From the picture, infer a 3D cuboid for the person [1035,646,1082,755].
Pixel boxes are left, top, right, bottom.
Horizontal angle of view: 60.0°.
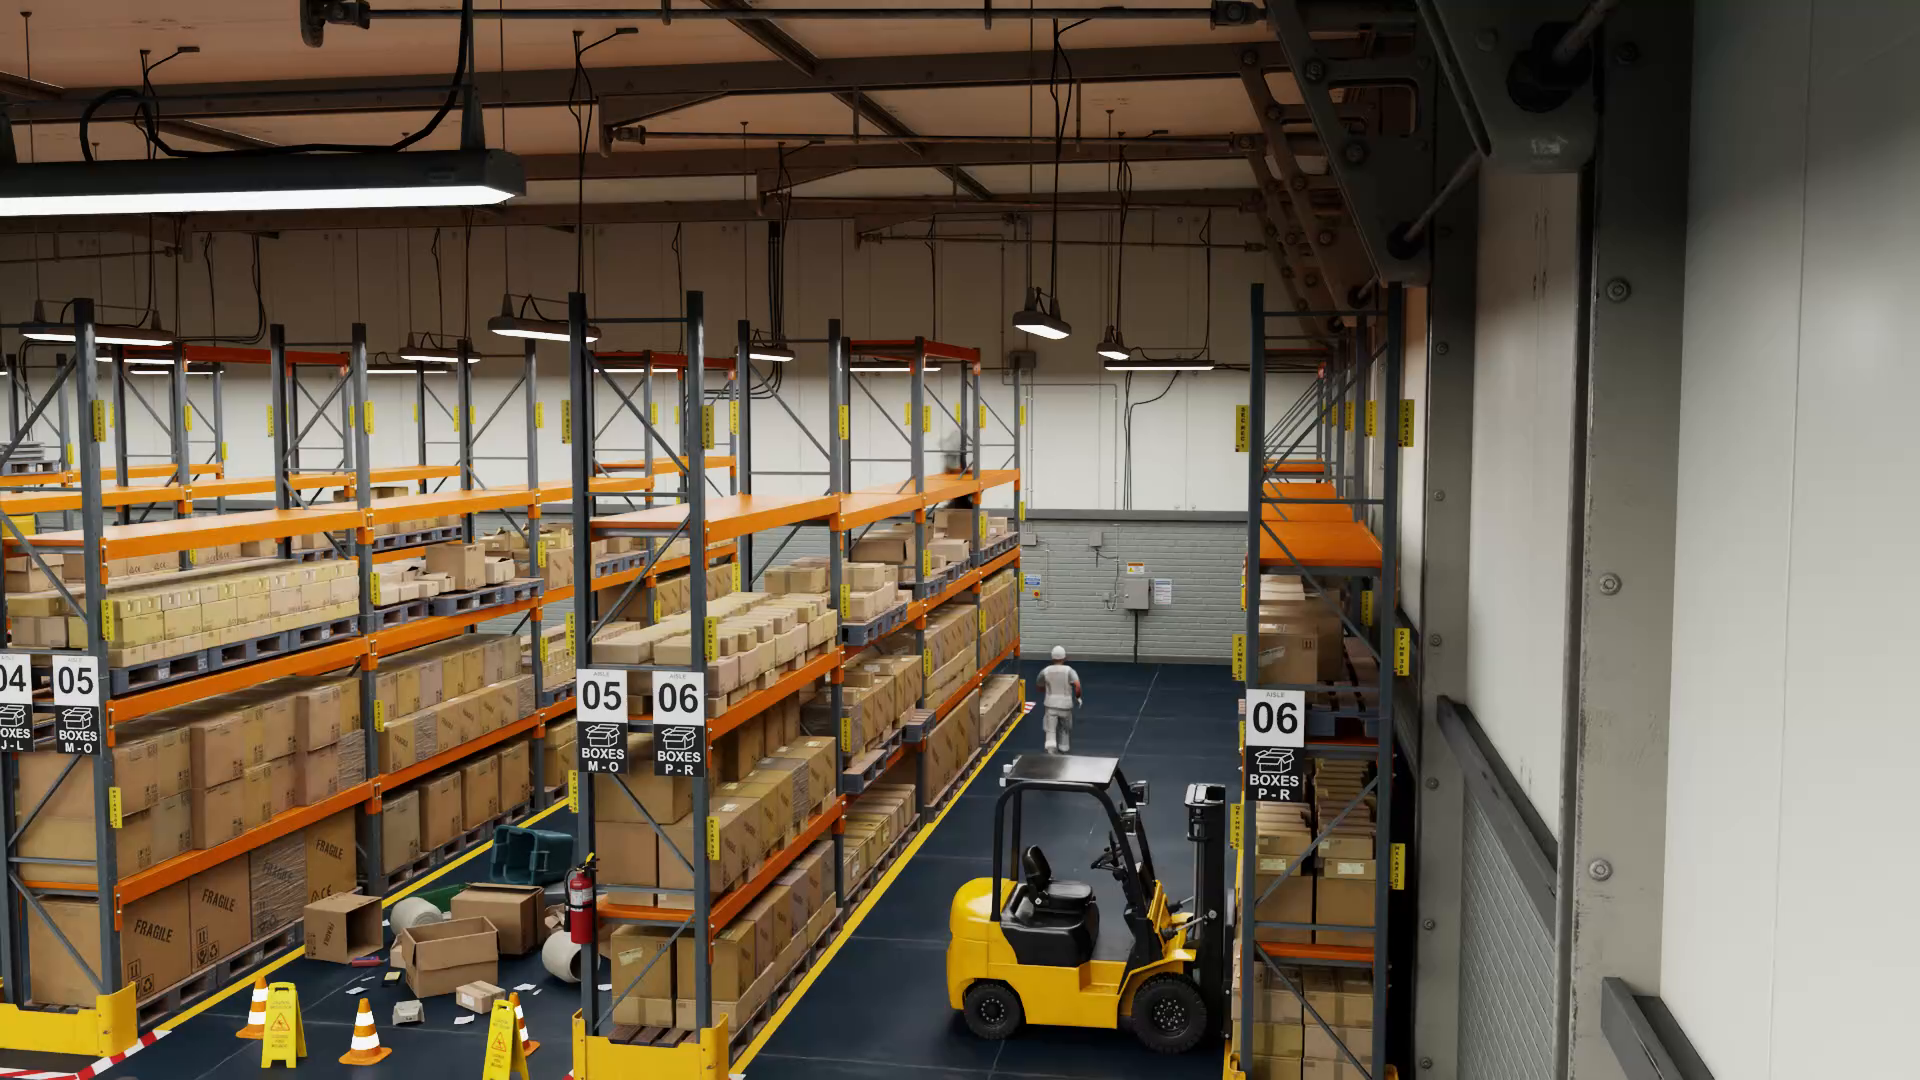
[{"bbox_3d":[1.381,2.363,23.348,0.658,1.772,1.002,0,5,5],"label":"person"}]
